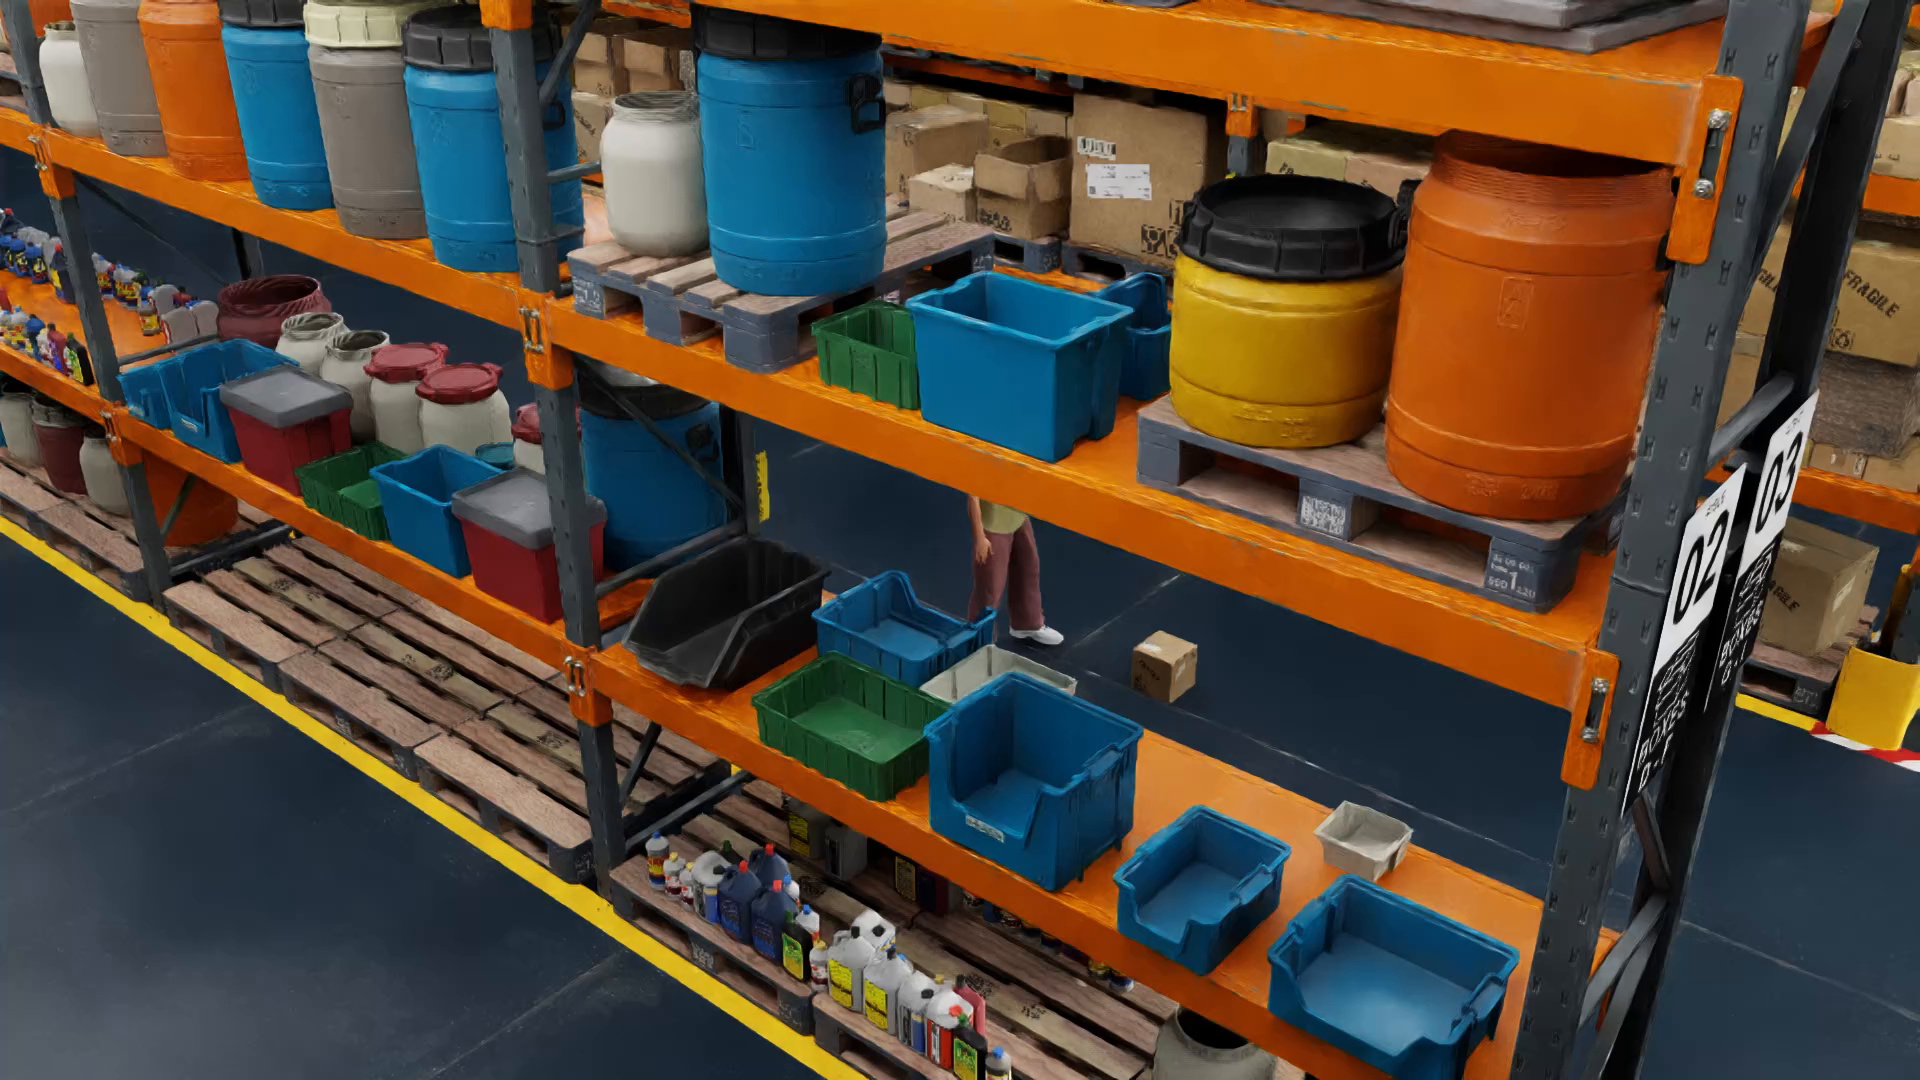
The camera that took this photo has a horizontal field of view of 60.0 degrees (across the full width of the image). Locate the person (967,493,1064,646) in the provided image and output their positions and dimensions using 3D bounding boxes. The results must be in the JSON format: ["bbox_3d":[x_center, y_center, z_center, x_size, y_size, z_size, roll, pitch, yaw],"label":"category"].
[{"bbox_3d":[0.275,-0.095,8.758,0.445,1.674,0.597,11,29,20],"label":"person"}]
